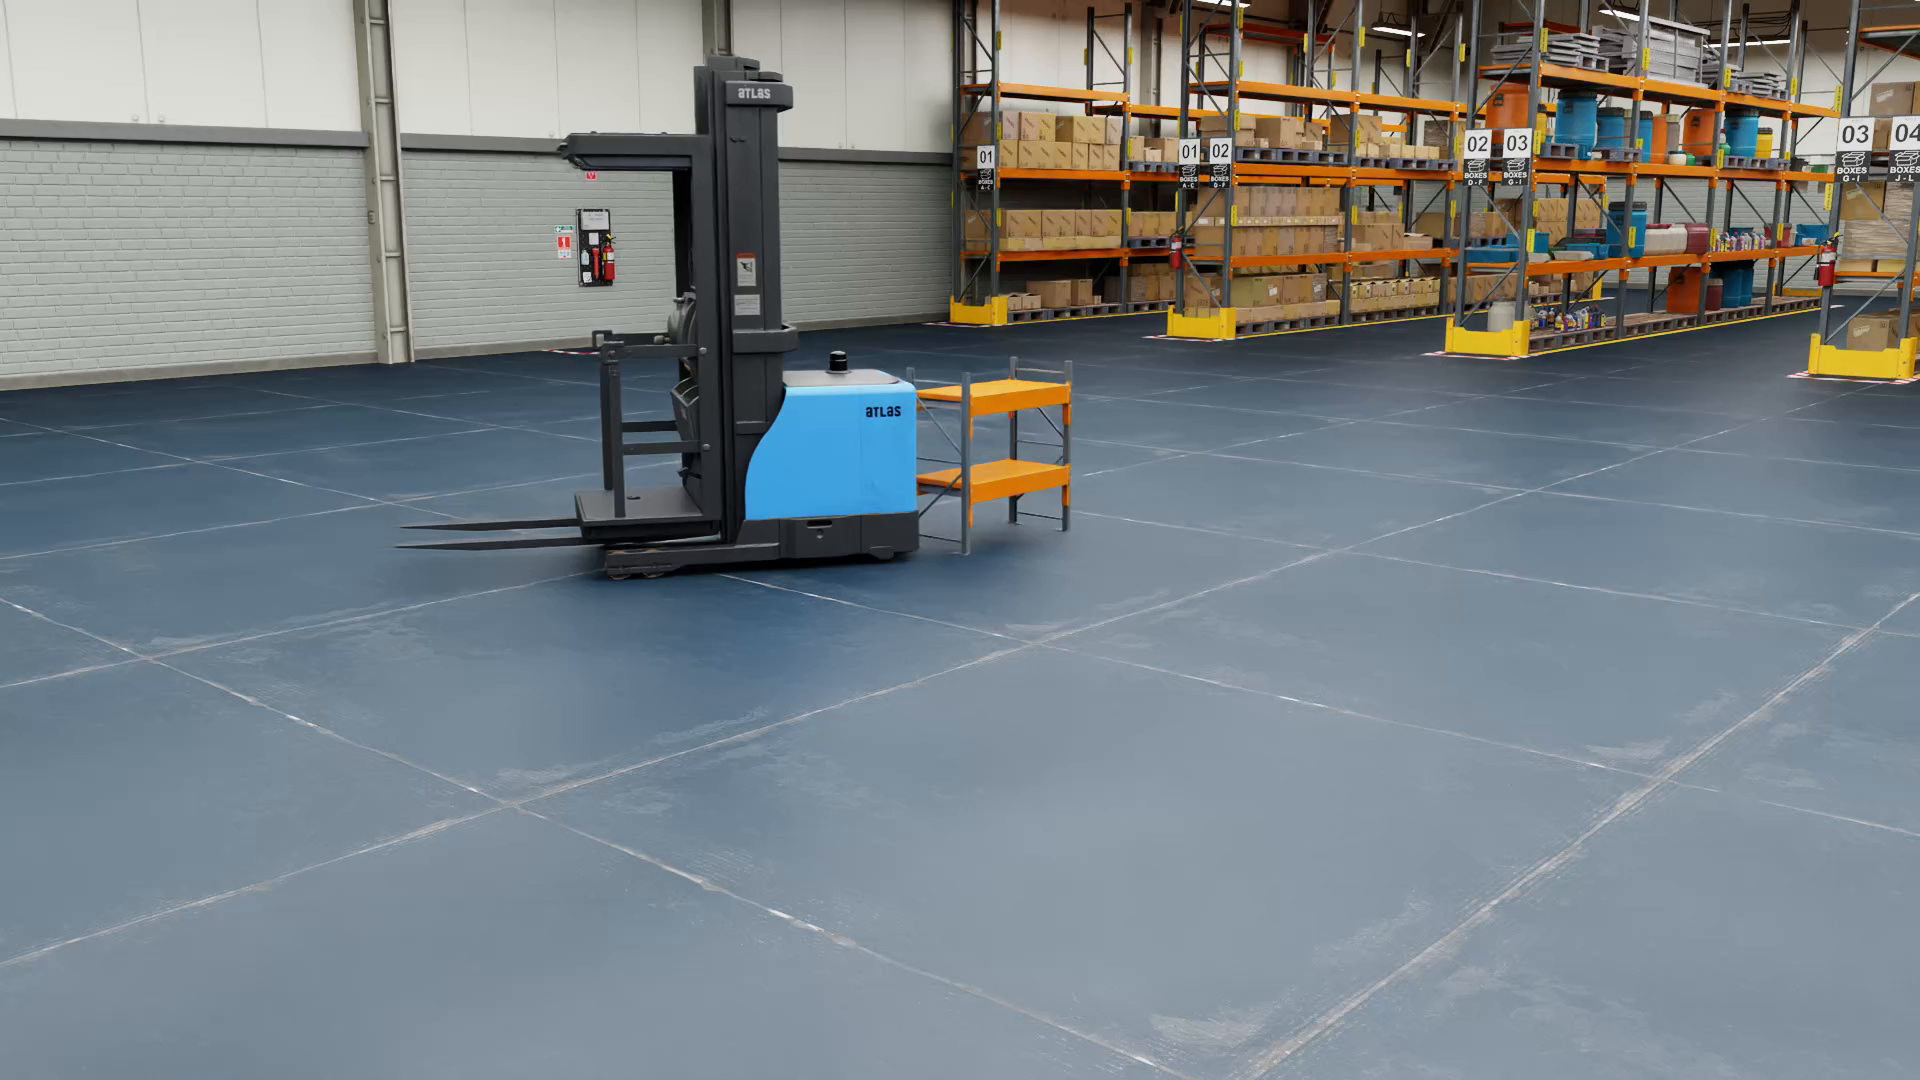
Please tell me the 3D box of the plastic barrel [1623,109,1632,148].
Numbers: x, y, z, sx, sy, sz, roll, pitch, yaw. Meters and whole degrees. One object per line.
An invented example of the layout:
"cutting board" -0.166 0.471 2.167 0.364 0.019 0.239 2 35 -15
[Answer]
"plastic barrel" 10.976 -6.711 27.717 0.600 0.901 0.600 0 11 0

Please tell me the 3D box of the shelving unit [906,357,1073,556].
"shelving unit" 0.198 -0.563 10.660 0.538 1.125 1.048 10 15 40

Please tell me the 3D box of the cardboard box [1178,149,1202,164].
"cardboard box" 4.645 -8.018 35.222 0.637 0.503 0.797 -10 15 -40

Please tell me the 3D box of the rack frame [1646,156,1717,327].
"rack frame" 13.012 -5.384 30.009 1.000 3.000 0.127 10 15 40

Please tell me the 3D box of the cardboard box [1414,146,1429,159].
"cardboard box" 8.704 -7.475 32.130 0.500 0.250 0.500 10 15 42

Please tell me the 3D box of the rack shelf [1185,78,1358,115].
"rack shelf" 5.333 -7.535 28.321 1.077 0.370 4.000 10 15 40

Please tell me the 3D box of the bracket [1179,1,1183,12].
"bracket" 4.603 -11.308 35.160 0.235 0.232 0.430 10 15 40

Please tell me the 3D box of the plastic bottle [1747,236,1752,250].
"plastic bottle" 15.061 -5.684 31.828 0.152 0.276 0.135 10 15 40

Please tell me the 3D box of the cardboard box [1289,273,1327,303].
"cardboard box" 6.173 -4.493 29.583 0.500 0.500 0.500 10 15 40

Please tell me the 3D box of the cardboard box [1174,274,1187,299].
"cardboard box" 4.400 -5.405 35.371 0.700 0.500 0.500 10 15 40

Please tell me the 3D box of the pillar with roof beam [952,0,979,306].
"pillar with roof beam" 3.335 -8.088 28.231 9.100 9.000 0.400 10 15 40

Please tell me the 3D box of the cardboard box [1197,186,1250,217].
"cardboard box" 4.366 -5.608 27.563 0.700 0.500 0.500 10 15 41

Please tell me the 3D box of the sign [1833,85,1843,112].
"sign" 11.048 -5.547 20.904 0.100 0.325 0.005 10 15 40

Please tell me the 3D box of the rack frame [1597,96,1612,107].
"rack frame" 14.575 -10.144 38.524 1.000 3.000 0.127 10 15 40

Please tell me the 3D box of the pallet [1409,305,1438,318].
"pallet" 8.721 -4.542 32.910 1.003 0.211 1.213 10 15 40

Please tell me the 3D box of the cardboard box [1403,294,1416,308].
"cardboard box" 8.458 -4.624 32.151 0.500 0.250 0.500 10 15 42

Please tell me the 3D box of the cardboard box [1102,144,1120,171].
"cardboard box" 2.780 -7.500 32.636 0.500 0.500 0.500 10 15 42

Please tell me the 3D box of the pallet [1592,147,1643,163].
"pallet" 9.969 -6.055 26.193 1.213 0.211 1.003 10 15 40

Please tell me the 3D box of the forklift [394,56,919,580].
"forklift" -1.824 -1.323 9.853 3.031 2.935 1.130 -3 12 -15

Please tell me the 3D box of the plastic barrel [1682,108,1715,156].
"plastic barrel" 13.389 -7.355 30.049 0.600 0.830 0.708 10 15 40

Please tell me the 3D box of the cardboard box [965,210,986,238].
"cardboard box" 0.441 -5.889 30.954 0.500 0.500 0.500 10 15 40

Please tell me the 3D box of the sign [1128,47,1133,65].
"sign" 3.325 -9.442 32.424 0.100 0.325 0.005 10 15 40

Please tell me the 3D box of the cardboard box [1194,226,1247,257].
"cardboard box" 4.331 -4.964 27.651 0.700 0.500 0.500 10 15 40

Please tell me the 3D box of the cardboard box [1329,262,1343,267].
"cardboard box" 9.144 -6.675 40.128 0.380 0.149 0.250 10 15 42

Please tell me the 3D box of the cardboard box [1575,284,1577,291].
"cardboard box" 14.066 -5.869 38.546 0.380 0.166 0.250 10 15 40

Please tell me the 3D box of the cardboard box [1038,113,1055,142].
"cardboard box" 1.425 -7.677 30.974 0.500 0.500 0.500 10 15 42

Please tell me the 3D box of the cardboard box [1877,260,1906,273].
"cardboard box" 11.819 -3.455 20.990 0.380 0.149 0.250 10 15 40

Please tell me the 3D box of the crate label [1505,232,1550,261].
"crate label" 8.743 -4.530 25.644 0.502 0.435 0.616 10 15 40

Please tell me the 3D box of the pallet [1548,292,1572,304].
"pallet" 13.193 -5.527 37.846 1.003 0.211 1.213 10 15 40

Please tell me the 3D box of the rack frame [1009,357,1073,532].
"rack frame" 0.532 -0.638 11.036 0.500 1.125 0.032 10 15 40

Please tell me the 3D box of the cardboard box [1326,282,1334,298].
"cardboard box" 6.705 -4.666 30.929 0.500 0.311 0.500 10 15 40

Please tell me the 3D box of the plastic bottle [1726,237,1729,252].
"plastic bottle" 14.183 -5.478 30.808 0.097 0.271 0.097 0 11 0

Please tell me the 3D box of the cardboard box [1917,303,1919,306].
"cardboard box" 14.514 -3.233 24.497 0.700 0.500 0.500 8 14 36

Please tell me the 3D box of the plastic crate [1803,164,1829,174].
"plastic crate" 17.856 -7.746 34.718 0.450 0.188 0.336 10 15 40

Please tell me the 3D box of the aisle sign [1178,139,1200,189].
"aisle sign" 3.749 -6.151 27.213 0.394 0.787 0.004 10 15 40

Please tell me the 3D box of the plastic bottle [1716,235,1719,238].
"plastic bottle" 14.564 -5.737 32.093 0.152 0.276 0.135 10 15 40

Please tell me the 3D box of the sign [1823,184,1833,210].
"sign" 11.048 -4.364 21.140 0.100 0.325 0.005 10 15 40

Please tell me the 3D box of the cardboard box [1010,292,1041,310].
"cardboard box" 1.190 -4.559 31.621 0.500 0.311 0.500 -11 15 -43

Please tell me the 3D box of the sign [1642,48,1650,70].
"sign" 10.778 -7.562 26.131 0.100 0.325 0.005 10 15 40

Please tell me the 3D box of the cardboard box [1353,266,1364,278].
"cardboard box" 9.456 -6.479 40.802 0.700 0.500 0.500 10 15 42

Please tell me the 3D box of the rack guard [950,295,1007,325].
"rack guard" 0.339 -4.273 30.830 1.175 0.500 0.348 10 15 40

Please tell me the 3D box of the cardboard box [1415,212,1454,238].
"cardboard box" 9.625 -6.387 33.704 0.700 0.500 0.500 4 12 21

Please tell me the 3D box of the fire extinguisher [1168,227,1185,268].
"fire extinguisher" 3.586 -4.853 27.547 0.296 0.674 0.183 10 15 40

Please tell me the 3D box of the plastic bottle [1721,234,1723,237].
"plastic bottle" 15.090 -5.917 32.973 0.061 0.283 0.133 10 15 40

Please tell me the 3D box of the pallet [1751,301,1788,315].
"pallet" 16.109 -4.718 33.796 1.003 0.211 1.213 10 15 40

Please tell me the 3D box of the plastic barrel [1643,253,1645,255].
"plastic barrel" 11.361 -4.903 27.952 0.301 0.262 0.301 0 11 0

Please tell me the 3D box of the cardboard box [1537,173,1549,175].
"cardboard box" 12.441 -8.050 36.084 0.500 0.250 0.500 10 15 40

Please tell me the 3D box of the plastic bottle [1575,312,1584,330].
"plastic bottle" 9.713 -3.444 26.129 0.152 0.276 0.135 10 15 41

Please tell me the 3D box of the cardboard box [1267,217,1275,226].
"cardboard box" 5.114 -5.397 28.163 0.380 0.149 0.250 9 14 38

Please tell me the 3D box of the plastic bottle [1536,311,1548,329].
"plastic bottle" 9.250 -3.505 26.431 0.152 0.276 0.135 10 15 40

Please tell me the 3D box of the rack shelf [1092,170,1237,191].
"rack shelf" 4.250 -7.489 34.726 1.077 0.370 4.000 10 15 40

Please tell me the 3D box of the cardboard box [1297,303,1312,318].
"cardboard box" 5.855 -4.050 29.277 0.500 0.250 0.500 10 15 40

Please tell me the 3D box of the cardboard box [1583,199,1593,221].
"cardboard box" 14.154 -7.566 38.125 0.500 0.500 0.500 10 15 42

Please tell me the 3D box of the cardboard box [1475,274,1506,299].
"cardboard box" 11.160 -5.348 35.090 0.500 0.500 0.500 10 15 41

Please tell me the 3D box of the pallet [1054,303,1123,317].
"pallet" 2.513 -4.606 33.231 1.003 0.211 1.213 10 15 40

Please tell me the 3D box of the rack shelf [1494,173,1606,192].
"rack shelf" 13.254 -8.026 37.415 1.077 0.370 4.000 10 15 40

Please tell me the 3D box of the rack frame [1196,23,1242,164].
"rack frame" 5.570 -9.607 35.835 1.000 3.000 0.127 10 15 40

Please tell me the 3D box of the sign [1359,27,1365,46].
"sign" 7.054 -8.839 29.200 0.100 0.325 0.005 10 15 40

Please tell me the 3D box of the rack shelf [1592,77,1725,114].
"rack shelf" 11.692 -7.483 28.058 1.077 0.370 4.000 10 15 40
